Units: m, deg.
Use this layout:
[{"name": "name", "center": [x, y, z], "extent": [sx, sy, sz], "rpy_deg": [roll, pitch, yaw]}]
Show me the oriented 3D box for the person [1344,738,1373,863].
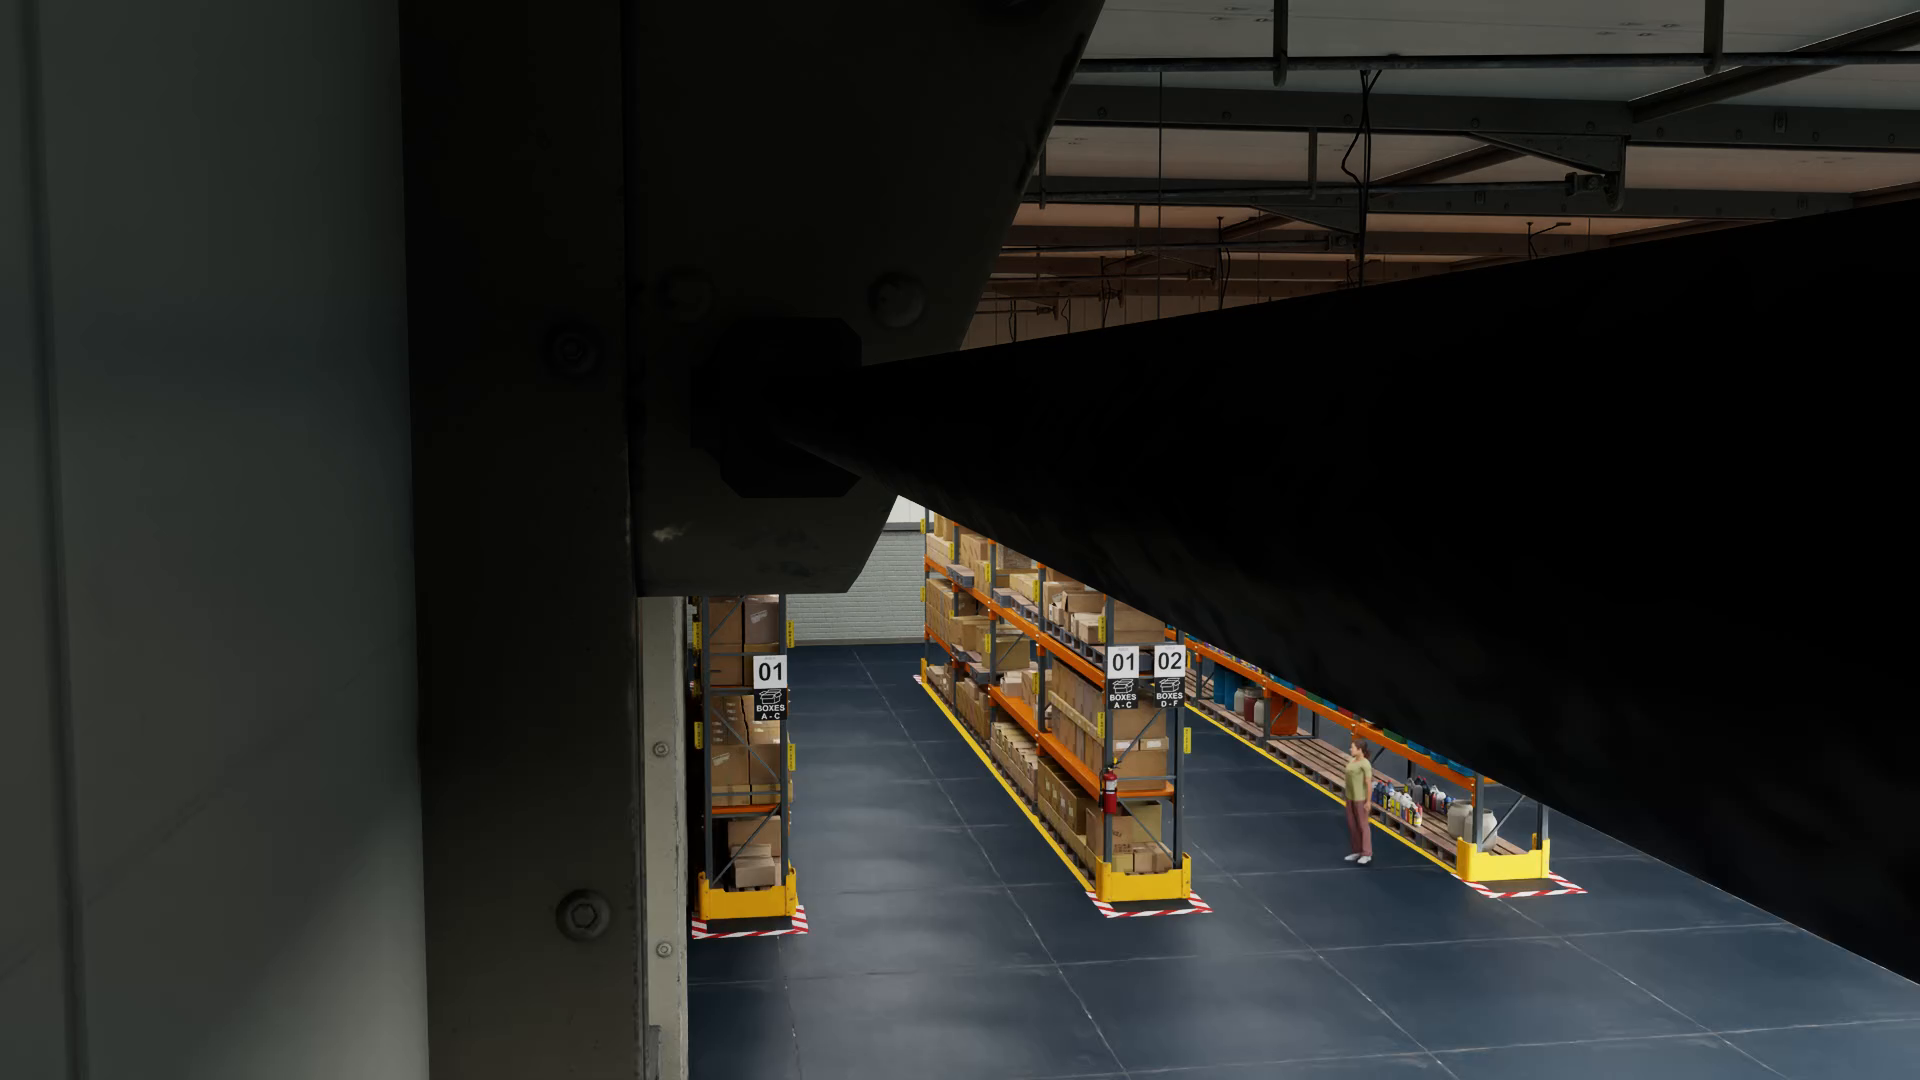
[{"name": "person", "center": [5.403, 3.530, 22.466], "extent": [0.352, 1.710, 0.534], "rpy_deg": [-2, 5, -18]}]
